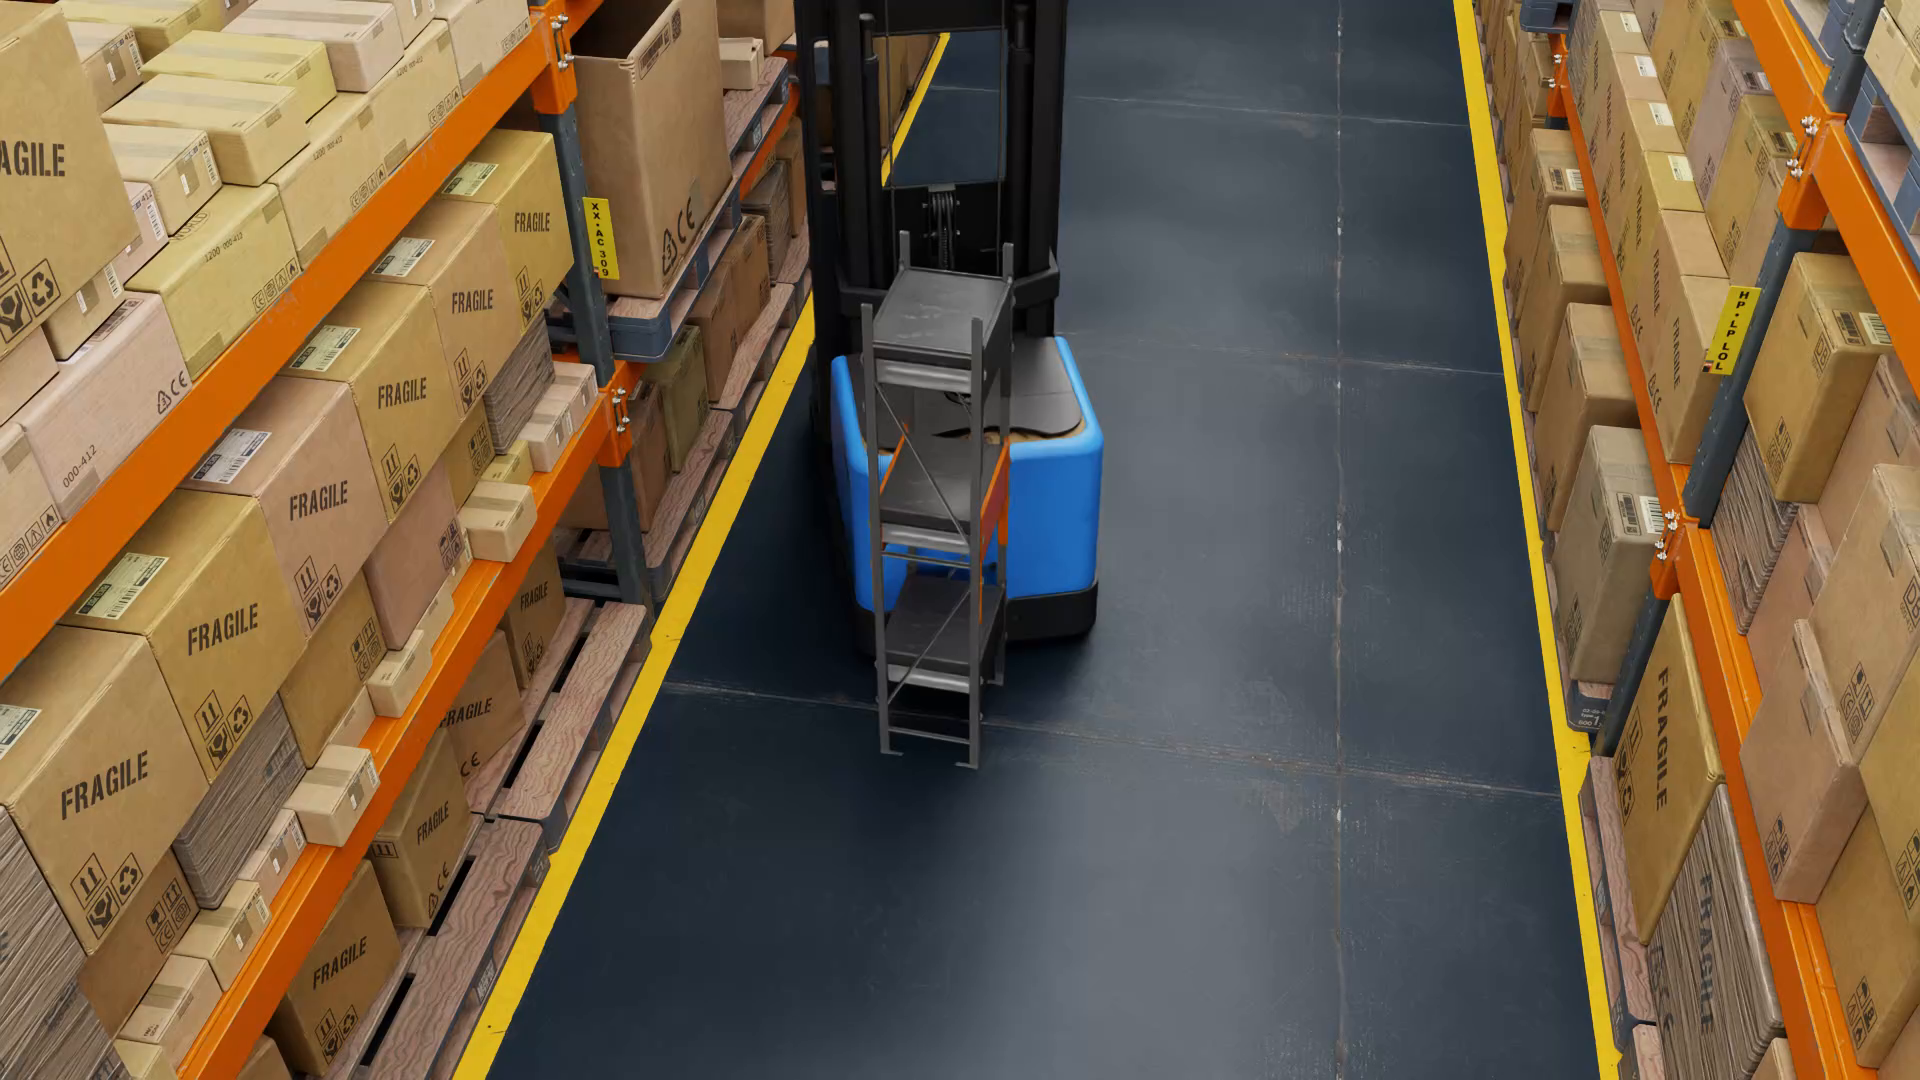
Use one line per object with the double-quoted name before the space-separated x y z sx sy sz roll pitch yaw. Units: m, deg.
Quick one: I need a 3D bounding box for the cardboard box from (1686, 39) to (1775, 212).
"cardboard box" 3.281 -1.580 6.444 0.700 0.500 0.500 7 40 8

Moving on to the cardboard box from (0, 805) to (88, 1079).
"cardboard box" -2.170 0.842 3.280 0.500 0.500 0.500 6 40 8

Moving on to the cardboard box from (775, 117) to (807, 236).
"cardboard box" -1.245 -2.108 9.562 0.700 0.500 0.500 4 40 5

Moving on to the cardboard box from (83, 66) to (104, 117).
"cardboard box" -2.390 -1.074 4.145 0.380 0.149 0.250 6 40 7

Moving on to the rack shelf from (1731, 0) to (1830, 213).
"rack shelf" 3.372 -2.338 6.434 1.077 0.370 4.000 6 40 8

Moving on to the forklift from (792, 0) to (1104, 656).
"forklift" -0.155 -1.578 7.358 1.130 2.935 3.031 -6 40 -7

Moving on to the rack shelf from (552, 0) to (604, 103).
"rack shelf" -1.495 -2.948 7.172 1.077 0.370 4.000 6 40 8

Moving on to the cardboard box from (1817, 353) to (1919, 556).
"cardboard box" 2.948 -0.092 4.542 0.875 0.550 0.550 6 40 8

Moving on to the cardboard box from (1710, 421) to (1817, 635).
"cardboard box" 2.974 -0.029 5.313 0.875 0.550 0.550 6 40 8

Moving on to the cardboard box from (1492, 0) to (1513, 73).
"cardboard box" 3.854 -3.326 11.051 0.500 0.500 0.500 7 40 8

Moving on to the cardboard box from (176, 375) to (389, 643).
"cardboard box" -1.911 -0.099 4.419 0.500 0.500 0.500 6 40 8

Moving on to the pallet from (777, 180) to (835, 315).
"pallet" -1.286 -1.760 9.713 1.003 0.211 1.213 6 40 8

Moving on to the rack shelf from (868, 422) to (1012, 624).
"rack shelf" -0.068 -0.065 6.202 0.431 0.518 0.480 8 40 10

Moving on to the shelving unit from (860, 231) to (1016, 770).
"shelving unit" -0.068 -0.076 6.194 0.431 2.100 0.503 8 40 10

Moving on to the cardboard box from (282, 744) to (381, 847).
"cardboard box" -1.894 0.710 4.735 0.380 0.149 0.250 6 40 8

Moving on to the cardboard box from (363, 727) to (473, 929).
"cardboard box" -2.072 0.992 5.828 0.500 0.500 0.500 3 40 4

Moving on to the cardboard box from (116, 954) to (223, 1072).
"cardboard box" -2.106 1.171 4.177 0.380 0.149 0.250 6 40 8

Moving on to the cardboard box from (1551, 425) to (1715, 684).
"cardboard box" 3.045 0.102 6.709 1.050 0.750 0.750 6 40 7

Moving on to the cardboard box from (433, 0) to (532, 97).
"cardboard box" -1.663 -1.598 5.092 0.500 0.250 0.500 8 40 9

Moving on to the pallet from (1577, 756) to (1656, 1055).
"pallet" 2.818 1.339 5.964 1.003 0.211 1.213 6 40 8

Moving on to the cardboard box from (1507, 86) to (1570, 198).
"cardboard box" 3.575 -2.355 9.876 0.500 0.500 0.500 6 40 7

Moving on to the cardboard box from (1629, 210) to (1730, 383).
"cardboard box" 2.941 -0.917 6.426 0.500 0.500 0.500 6 40 7

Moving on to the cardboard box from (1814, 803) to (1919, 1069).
"cardboard box" 2.699 0.988 4.083 0.875 0.550 0.500 6 40 8

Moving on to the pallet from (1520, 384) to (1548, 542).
"pallet" 3.294 -0.390 8.056 1.003 0.211 1.213 6 40 8

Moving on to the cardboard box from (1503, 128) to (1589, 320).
"cardboard box" 3.525 -1.637 8.812 1.050 0.750 0.750 6 40 7

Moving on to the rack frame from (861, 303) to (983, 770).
"rack frame" -0.123 0.076 6.010 0.400 2.100 0.015 8 40 10

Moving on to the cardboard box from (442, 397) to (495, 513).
"cardboard box" -2.101 -0.382 5.546 0.875 0.500 0.500 6 40 8

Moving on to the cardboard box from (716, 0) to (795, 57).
"cardboard box" -1.201 -2.820 8.399 0.700 0.500 0.500 12 41 14

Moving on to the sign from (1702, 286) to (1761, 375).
"sign" 2.490 -0.673 5.364 0.100 0.325 0.005 6 40 8

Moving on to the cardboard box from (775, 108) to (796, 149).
"cardboard box" -1.235 -2.396 9.322 0.500 0.250 0.500 8 40 9

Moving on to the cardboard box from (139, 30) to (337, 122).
"cardboard box" -1.847 -1.176 4.269 0.380 0.149 0.250 8 40 9

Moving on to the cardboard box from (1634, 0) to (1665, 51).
"cardboard box" 3.545 -2.540 7.605 0.700 0.500 0.500 6 40 7

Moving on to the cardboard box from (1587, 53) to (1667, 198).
"cardboard box" 3.202 -1.865 7.573 0.500 0.500 0.500 6 40 8

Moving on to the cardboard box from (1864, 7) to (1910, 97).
"cardboard box" 2.629 -1.273 4.370 0.380 0.149 0.250 6 40 7

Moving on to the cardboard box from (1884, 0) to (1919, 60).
"cardboard box" 2.666 -1.341 4.140 0.500 0.250 0.500 7 40 8

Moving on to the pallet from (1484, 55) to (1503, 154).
"pallet" 4.069 -2.893 11.084 1.003 0.211 1.213 6 40 8

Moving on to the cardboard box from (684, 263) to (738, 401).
"cardboard box" -1.516 -1.052 8.285 0.700 0.500 0.500 3 40 4

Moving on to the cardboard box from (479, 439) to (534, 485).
"cardboard box" -1.744 -0.244 5.888 0.380 0.149 0.250 6 40 8

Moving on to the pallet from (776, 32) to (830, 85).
"pallet" -1.167 -2.792 8.923 1.213 0.211 1.003 6 40 8

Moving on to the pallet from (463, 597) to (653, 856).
"pallet" -1.923 0.686 6.755 1.003 0.211 1.213 6 40 8

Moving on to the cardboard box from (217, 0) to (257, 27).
"cardboard box" -2.248 -1.553 4.725 0.380 0.149 0.250 7 40 8

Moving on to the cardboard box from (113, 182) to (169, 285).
"cardboard box" -2.002 -0.677 3.666 0.380 0.149 0.250 6 40 7

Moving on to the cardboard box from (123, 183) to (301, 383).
"cardboard box" -1.938 -0.638 3.931 0.500 0.250 0.500 8 40 9

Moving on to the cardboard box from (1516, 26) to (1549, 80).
"cardboard box" 3.655 -2.978 10.042 0.500 0.250 0.500 7 40 8

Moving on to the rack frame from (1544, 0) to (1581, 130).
"rack frame" 3.719 -2.714 8.679 1.000 3.000 0.127 6 40 8

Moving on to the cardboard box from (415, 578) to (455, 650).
"cardboard box" -1.854 0.229 5.316 0.380 0.149 0.250 6 40 8

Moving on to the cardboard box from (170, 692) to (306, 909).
"cardboard box" -2.314 0.565 4.401 0.875 0.500 0.500 6 40 8

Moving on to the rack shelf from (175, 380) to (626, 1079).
"rack shelf" -2.187 0.718 5.092 1.077 0.370 4.000 6 40 8

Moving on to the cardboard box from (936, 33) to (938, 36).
"cardboard box" -0.702 -4.213 11.830 1.225 0.875 0.875 5 40 6

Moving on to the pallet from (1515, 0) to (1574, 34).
"pallet" 3.737 -3.099 9.295 1.213 0.211 1.003 6 40 8

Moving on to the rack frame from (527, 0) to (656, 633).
"rack frame" -1.841 -0.814 6.381 1.000 3.000 0.127 6 40 8

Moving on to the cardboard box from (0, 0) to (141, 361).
"cardboard box" -2.011 -0.708 3.194 0.500 0.500 0.500 6 40 7

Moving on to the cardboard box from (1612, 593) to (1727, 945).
"cardboard box" 2.849 0.840 5.718 0.875 0.875 0.875 7 40 8

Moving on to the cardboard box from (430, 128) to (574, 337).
"cardboard box" -1.648 -1.040 5.557 0.500 0.500 0.500 6 40 8
